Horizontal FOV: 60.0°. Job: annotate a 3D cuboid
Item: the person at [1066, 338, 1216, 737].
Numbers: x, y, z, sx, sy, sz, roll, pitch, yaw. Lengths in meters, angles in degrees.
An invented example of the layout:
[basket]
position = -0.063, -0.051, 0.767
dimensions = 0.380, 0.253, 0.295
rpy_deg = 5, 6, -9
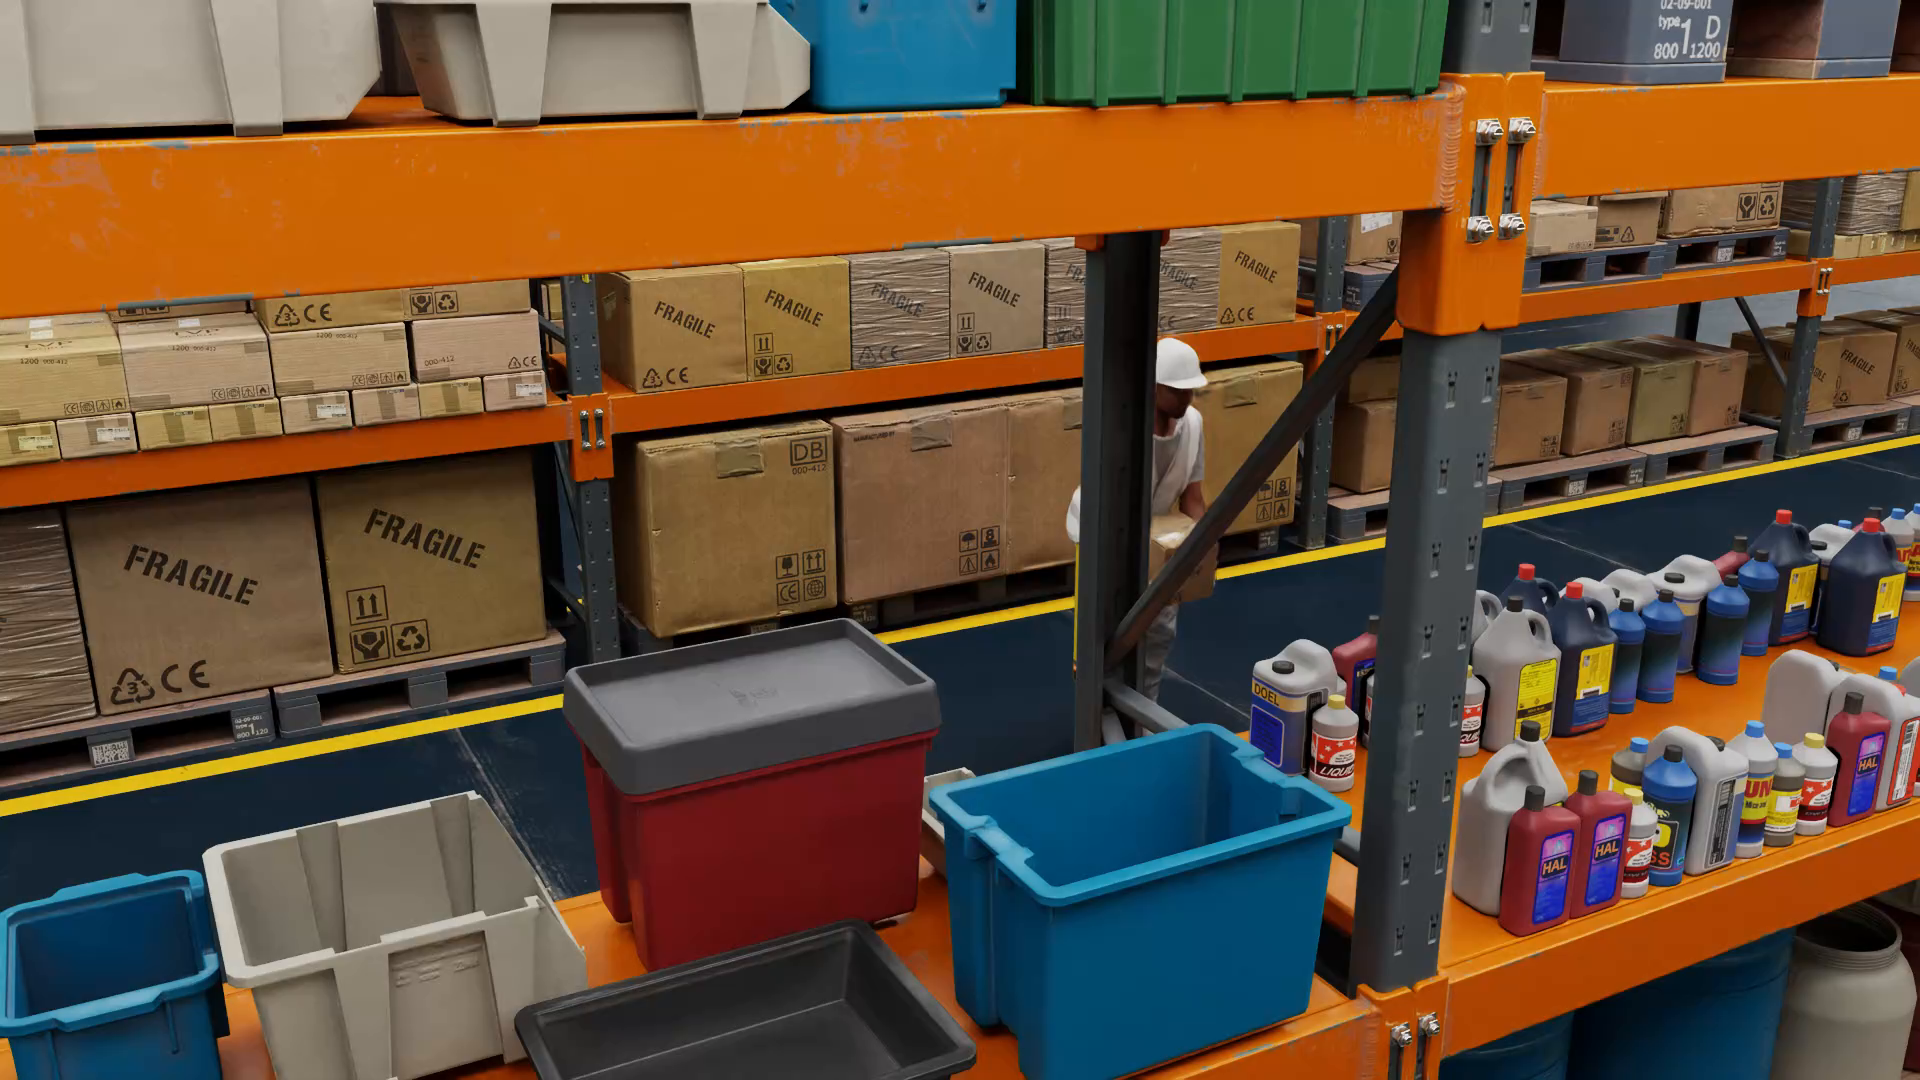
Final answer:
[person]
position = 0.710, 0.047, 6.474
dimensions = 0.485, 1.725, 0.622
rpy_deg = -10, 21, -28
